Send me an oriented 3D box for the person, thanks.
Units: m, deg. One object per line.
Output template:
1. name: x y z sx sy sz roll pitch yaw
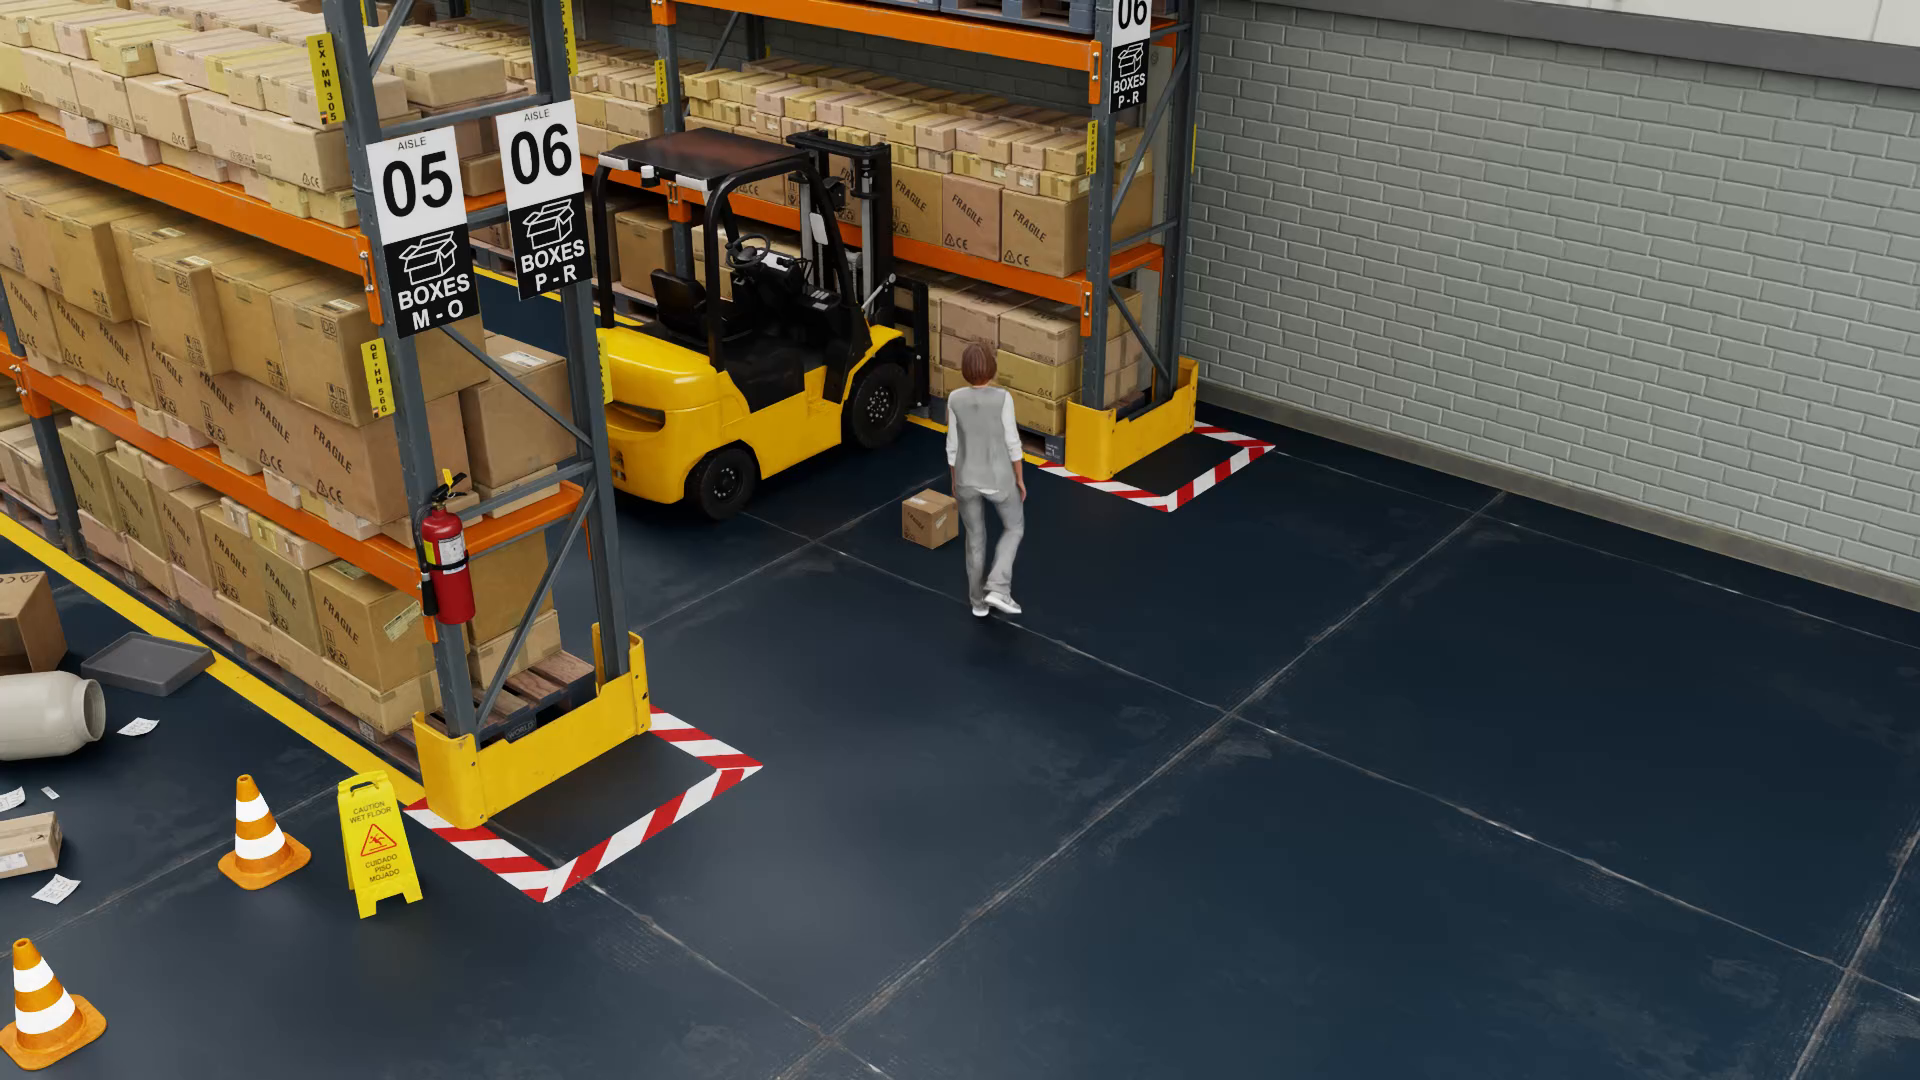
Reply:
1. person: 0.134 -0.282 9.135 0.469 1.594 0.457 7 28 12
